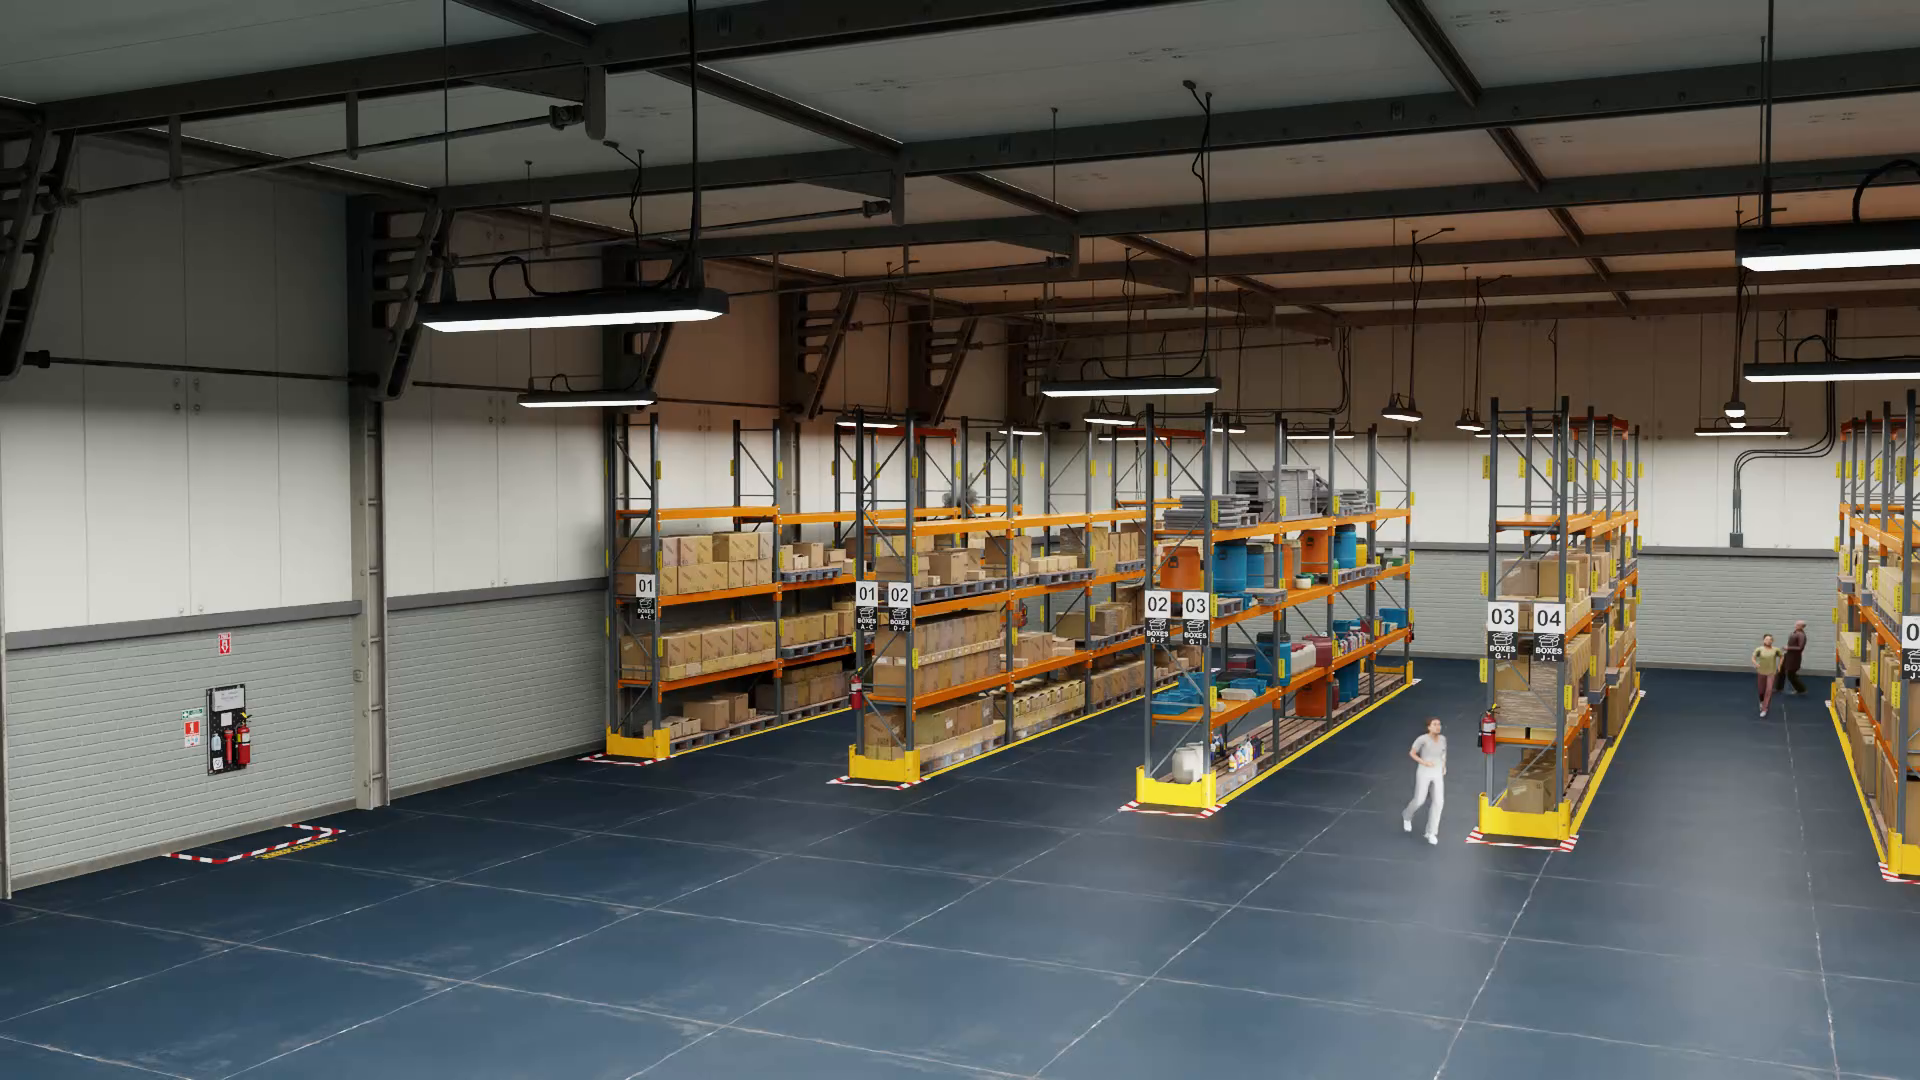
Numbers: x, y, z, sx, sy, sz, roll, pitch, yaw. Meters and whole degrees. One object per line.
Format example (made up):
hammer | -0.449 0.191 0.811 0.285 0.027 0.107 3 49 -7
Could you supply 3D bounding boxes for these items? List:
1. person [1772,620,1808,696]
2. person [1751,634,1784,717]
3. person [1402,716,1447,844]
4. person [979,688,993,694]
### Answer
person | 18.237 2.613 36.533 0.780 1.756 0.816 1 2 16
person | 16.479 2.744 33.956 0.604 1.662 0.938 1 3 28
person | 6.377 3.216 22.579 0.594 1.665 0.901 0 2 -9
person | 0.467 2.682 34.450 0.701 1.744 0.609 1 3 26
